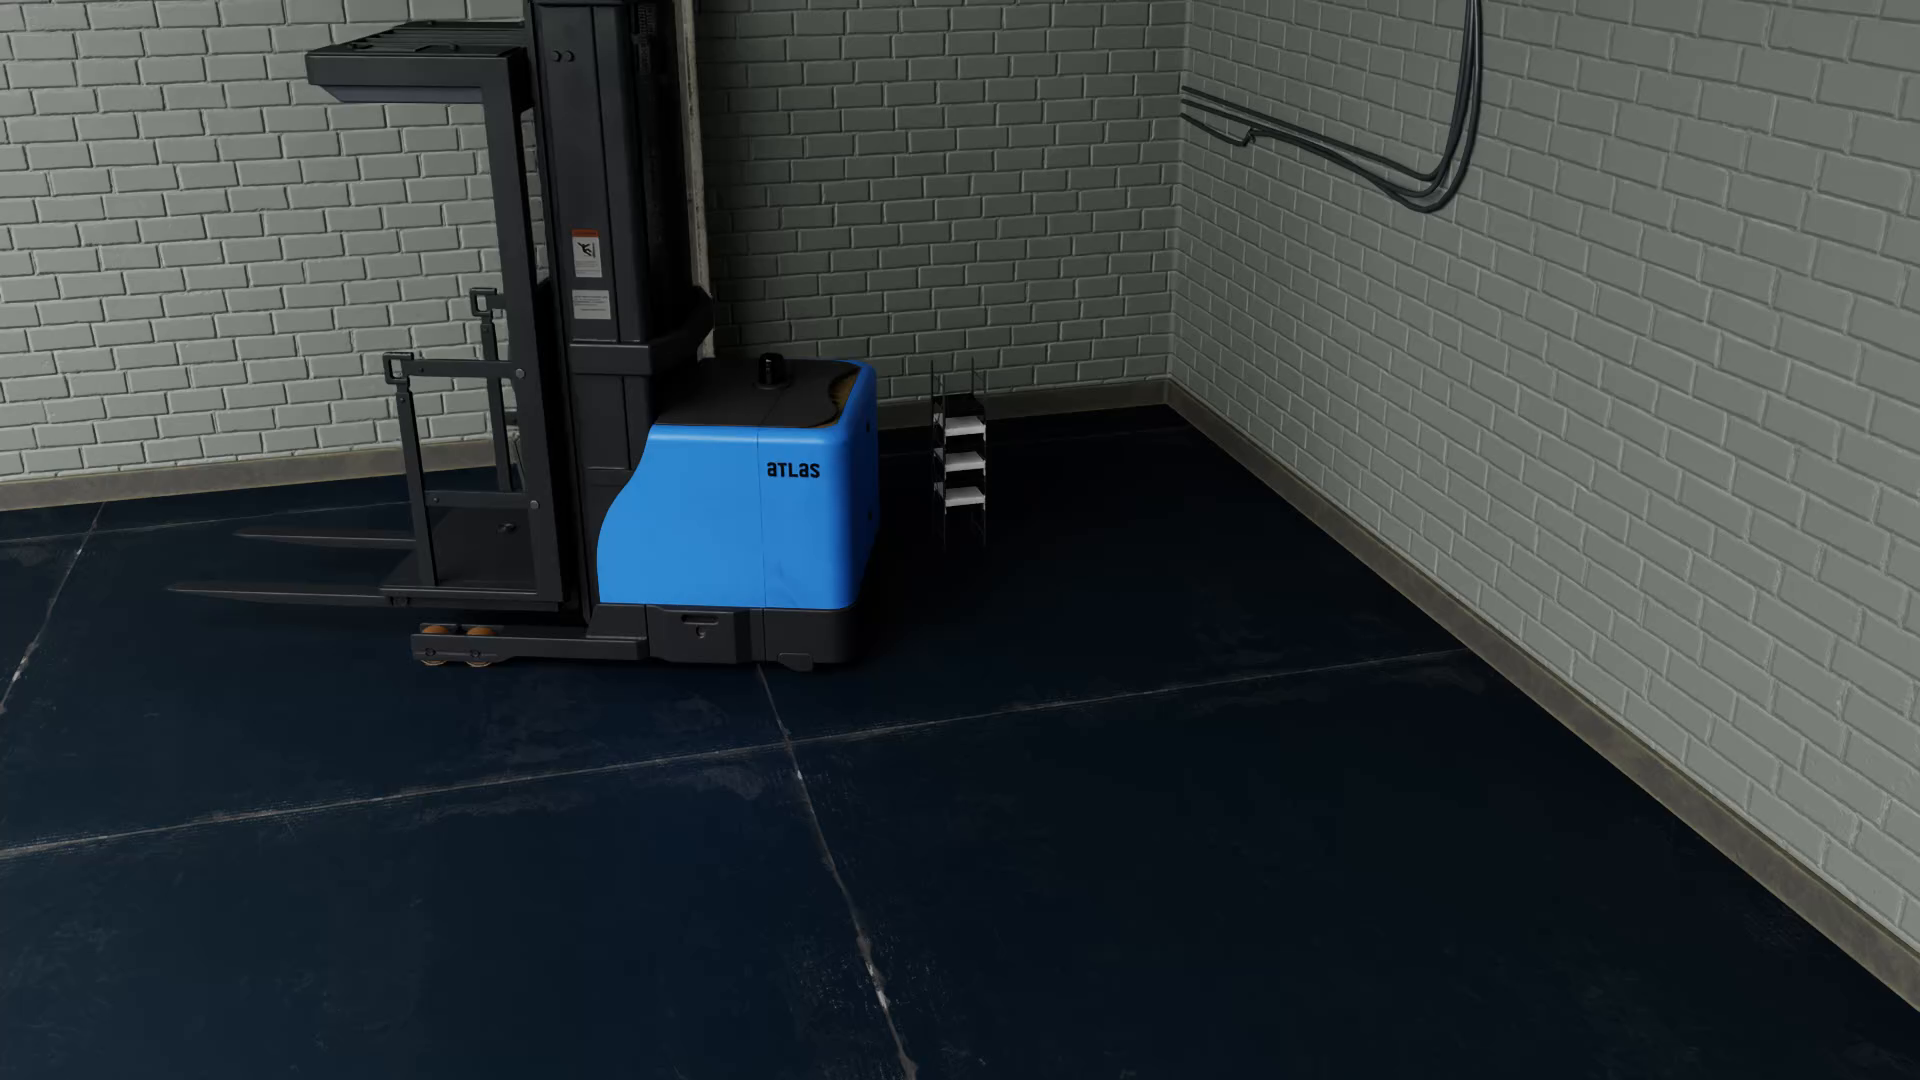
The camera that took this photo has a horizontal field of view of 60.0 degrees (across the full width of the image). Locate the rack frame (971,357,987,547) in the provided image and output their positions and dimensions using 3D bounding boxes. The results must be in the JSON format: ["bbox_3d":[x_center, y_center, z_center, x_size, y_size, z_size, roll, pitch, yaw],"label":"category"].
[{"bbox_3d":[0.090,-0.424,8.096,0.006,0.900,0.240,-6,24,-14],"label":"rack frame"}]

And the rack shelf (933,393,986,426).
[{"bbox_3d":[-0.008,-0.630,7.977,0.200,0.077,0.258,-6,24,-14],"label":"rack shelf"}]

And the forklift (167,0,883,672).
[{"bbox_3d":[-1.899,-1.017,6.902,3.031,2.935,1.130,2,23,4],"label":"forklift"}]

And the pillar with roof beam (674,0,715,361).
[{"bbox_3d":[-0.400,-2.977,3.775,0.400,9.000,9.100,-6,24,-14],"label":"pillar with roof beam"}]

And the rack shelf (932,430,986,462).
[{"bbox_3d":[-0.008,-0.465,8.048,0.200,0.077,0.258,-6,24,-14],"label":"rack shelf"}]

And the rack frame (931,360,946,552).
[{"bbox_3d":[-0.106,-0.402,8.045,0.006,0.900,0.240,-6,24,-14],"label":"rack frame"}]

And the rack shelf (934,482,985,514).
[{"bbox_3d":[-0.008,-0.217,8.155,0.200,0.077,0.258,-6,24,-14],"label":"rack shelf"}]

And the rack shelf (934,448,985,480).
[{"bbox_3d":[-0.008,-0.382,8.084,0.200,0.077,0.258,-6,24,-14],"label":"rack shelf"}]

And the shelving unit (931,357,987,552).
[{"bbox_3d":[-0.008,-0.413,8.071,0.210,0.900,0.258,-6,24,-14],"label":"shelving unit"}]

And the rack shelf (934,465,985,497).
[{"bbox_3d":[-0.008,-0.299,8.119,0.200,0.077,0.258,-6,24,-14],"label":"rack shelf"}]

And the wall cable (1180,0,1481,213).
[{"bbox_3d":[1.631,-2.996,7.758,0.112,2.526,3.097,-6,24,-14],"label":"wall cable"}]

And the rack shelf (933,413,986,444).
[{"bbox_3d":[-0.008,-0.547,8.013,0.200,0.077,0.258,-6,24,-14],"label":"rack shelf"}]
